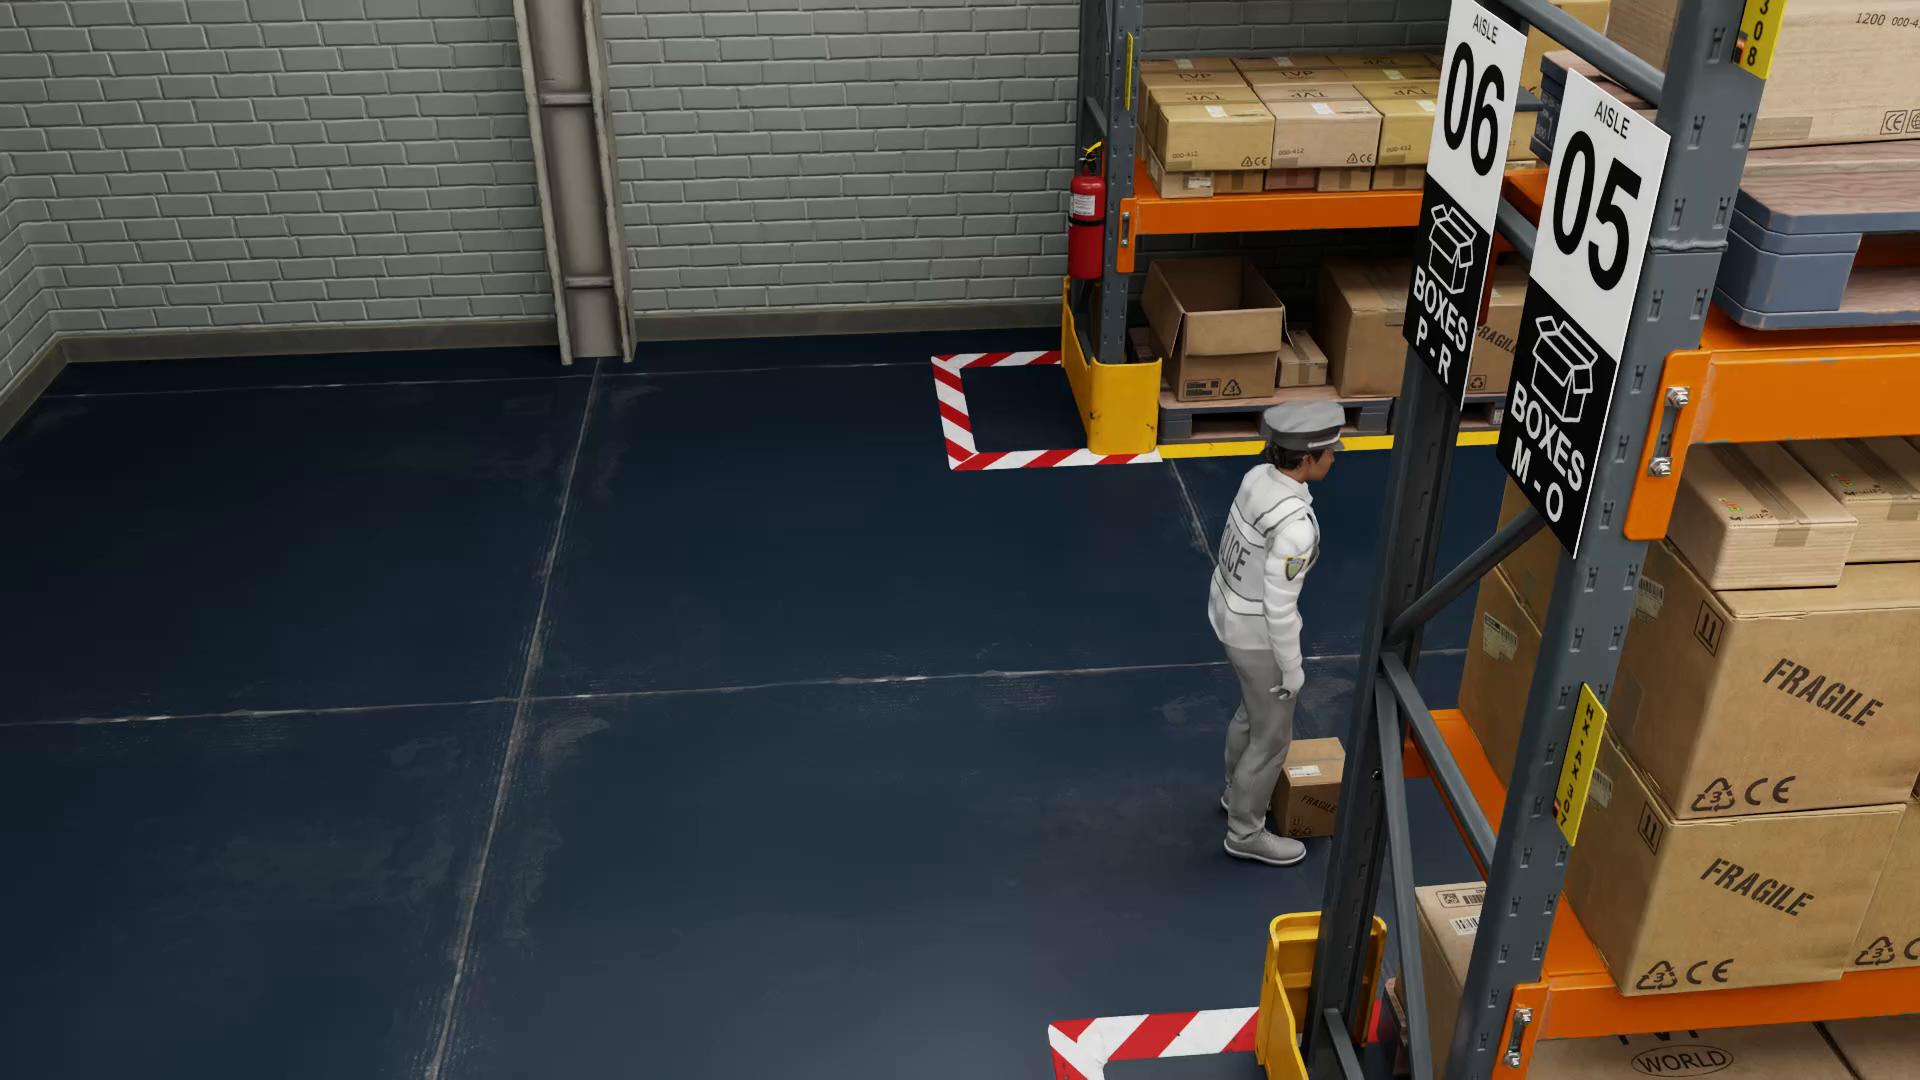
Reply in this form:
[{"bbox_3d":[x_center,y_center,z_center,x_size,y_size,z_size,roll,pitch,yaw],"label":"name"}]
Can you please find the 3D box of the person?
[{"bbox_3d":[1.049,0.308,5.624,0.404,1.663,0.532,-3,31,-5],"label":"person"}]
